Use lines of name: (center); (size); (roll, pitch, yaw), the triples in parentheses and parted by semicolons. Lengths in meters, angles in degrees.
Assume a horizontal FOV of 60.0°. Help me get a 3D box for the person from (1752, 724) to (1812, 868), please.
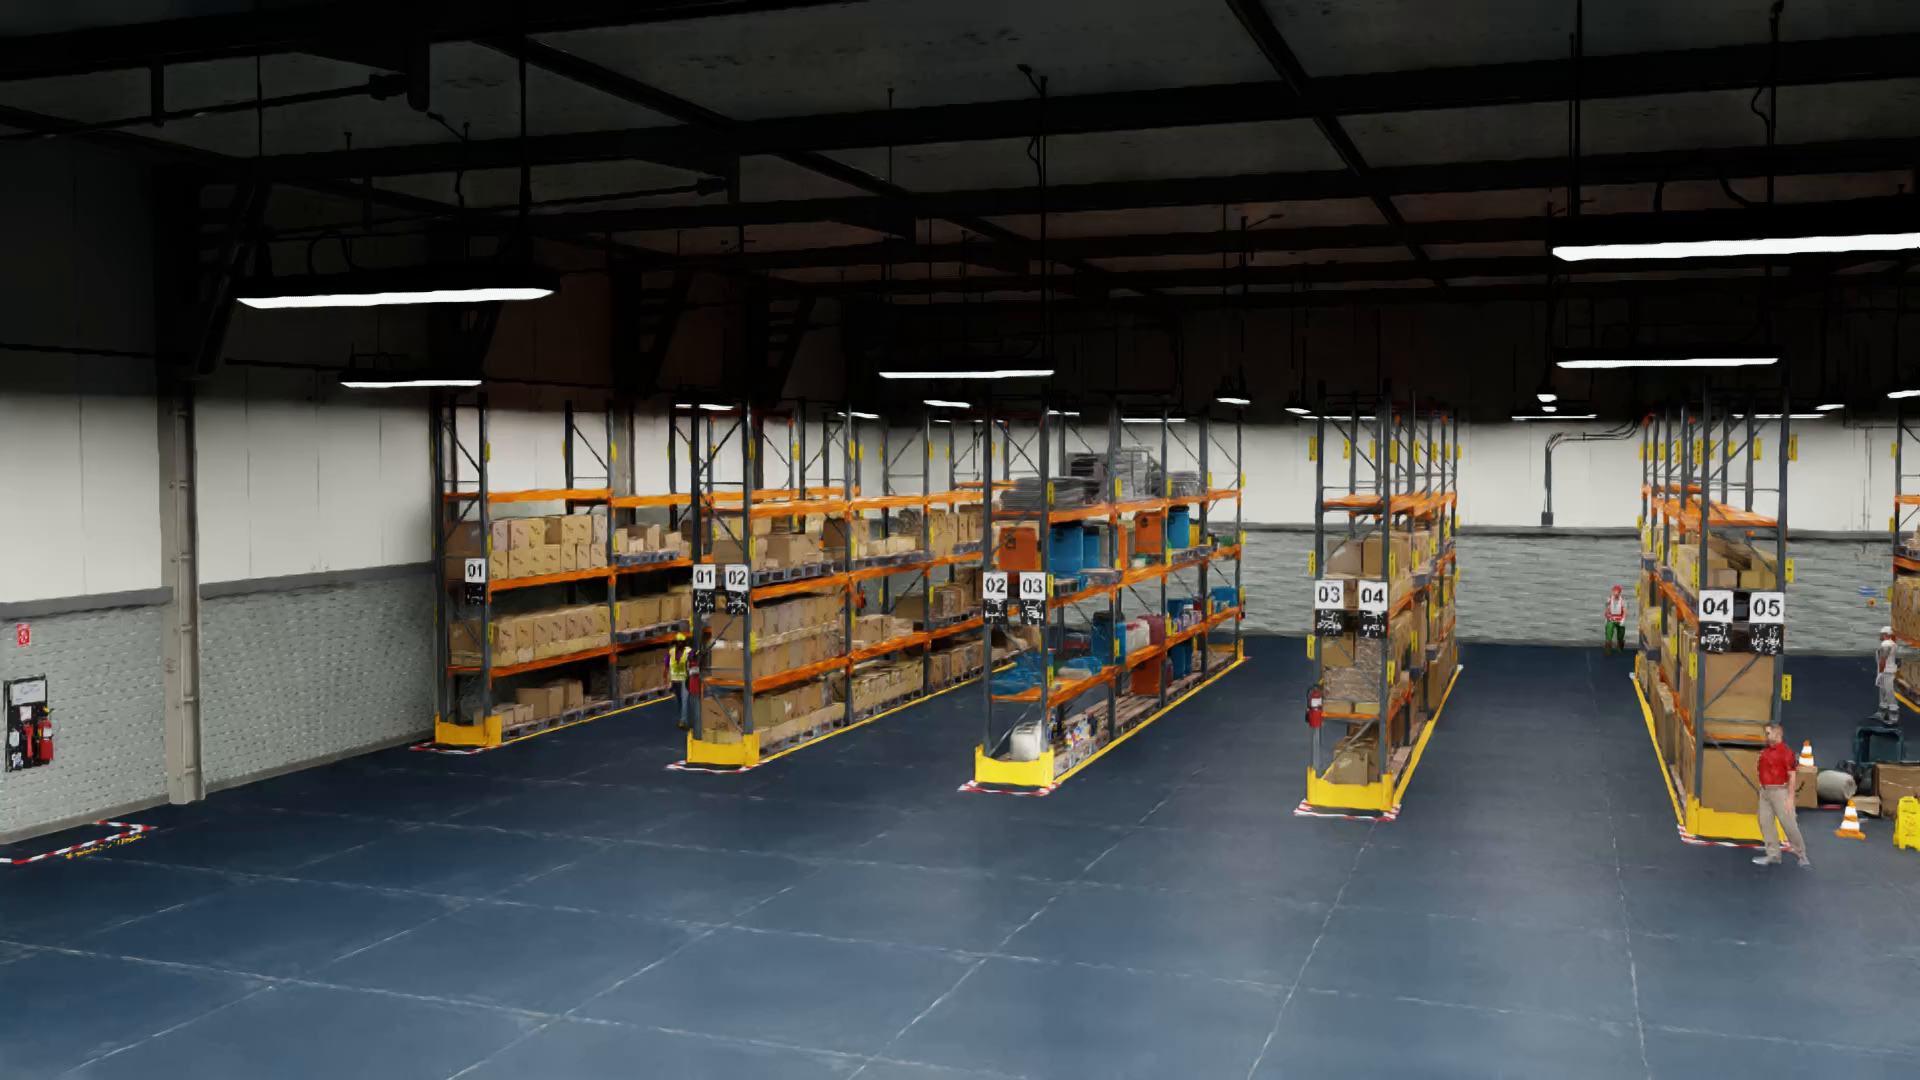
person: (9.938, 3.078, 20.137); (0.547, 1.718, 0.605); (0, 3, -9)

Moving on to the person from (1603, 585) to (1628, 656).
person: (16.041, 1.963, 40.643); (0.531, 1.728, 1.036); (2, 3, 28)

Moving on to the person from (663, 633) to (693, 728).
person: (-5.087, 2.532, 30.198); (0.571, 1.706, 1.032); (1, 3, 12)

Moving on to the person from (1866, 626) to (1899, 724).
person: (17.007, 2.466, 30.617); (0.589, 1.786, 0.661); (2, 4, 38)
